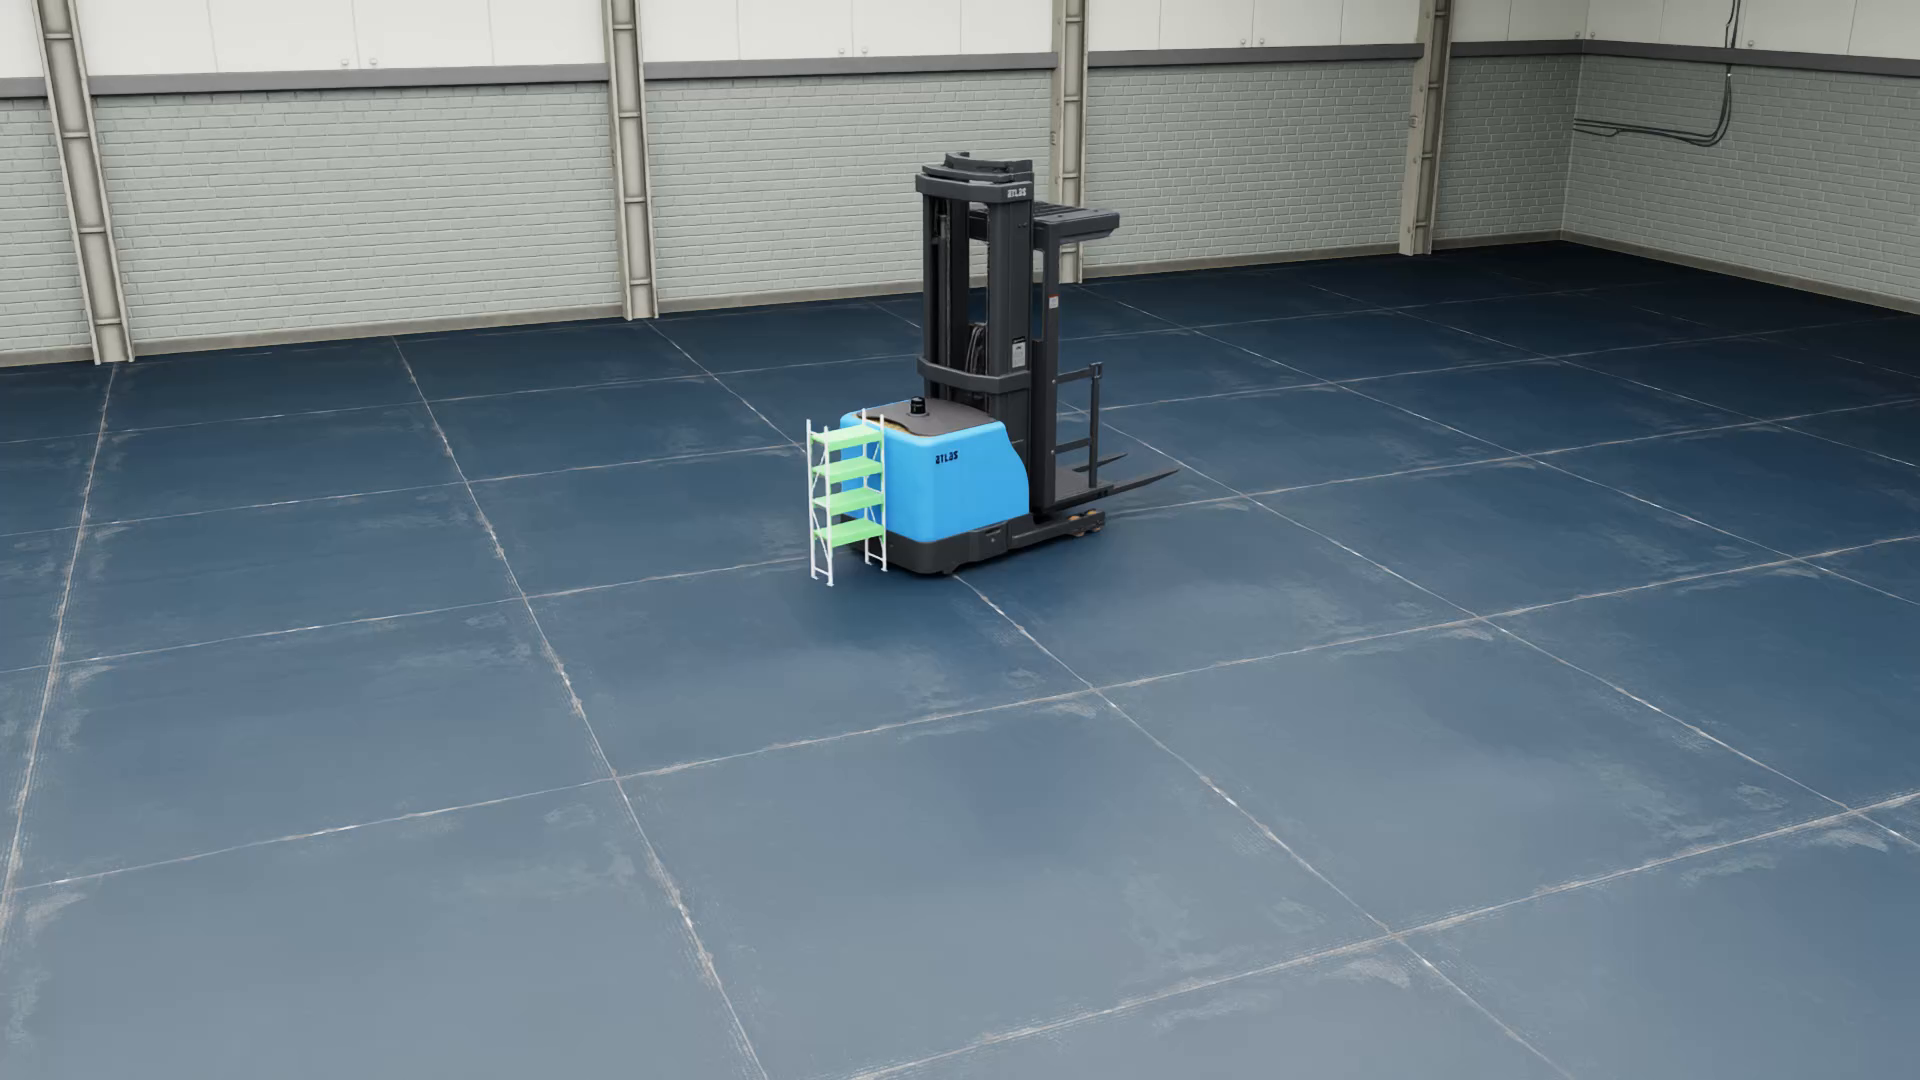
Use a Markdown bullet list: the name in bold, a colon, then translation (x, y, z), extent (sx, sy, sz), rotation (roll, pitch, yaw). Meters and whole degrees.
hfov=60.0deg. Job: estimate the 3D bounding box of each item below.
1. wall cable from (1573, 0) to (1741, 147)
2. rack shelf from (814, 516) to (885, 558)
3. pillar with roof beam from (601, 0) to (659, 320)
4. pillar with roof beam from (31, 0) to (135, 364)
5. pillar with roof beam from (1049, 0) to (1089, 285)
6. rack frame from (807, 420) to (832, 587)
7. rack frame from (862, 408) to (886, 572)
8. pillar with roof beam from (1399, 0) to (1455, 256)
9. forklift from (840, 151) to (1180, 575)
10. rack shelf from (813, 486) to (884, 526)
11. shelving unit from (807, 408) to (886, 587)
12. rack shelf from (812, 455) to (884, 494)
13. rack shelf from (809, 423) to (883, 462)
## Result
- **wall cable**: translation (10.205, -7.167, 24.502), extent (0.112, 2.526, 3.097), rotation (-8, 21, -22)
- **rack shelf**: translation (-0.819, -0.025, 12.200), extent (0.480, 0.148, 0.258), rotation (-15, 25, -37)
- **pillar with roof beam**: translation (-2.337, -5.756, 15.819), extent (0.400, 9.000, 9.100), rotation (-8, 21, -22)
- **pillar with roof beam**: translation (-7.846, -4.966, 13.578), extent (0.400, 9.000, 9.100), rotation (-8, 21, -22)
- **pillar with roof beam**: translation (3.172, -6.545, 18.061), extent (0.400, 9.000, 9.100), rotation (-8, 21, -22)
- **rack frame**: translation (-1.009, -0.260, 11.953), extent (0.015, 1.200, 0.240), rotation (-15, 25, -37)
- **rack frame**: translation (-0.631, -0.363, 12.244), extent (0.015, 1.200, 0.240), rotation (-15, 25, -37)
- **pillar with roof beam**: translation (8.682, -7.334, 20.303), extent (0.400, 9.000, 9.100), rotation (-8, 21, -22)
- **forklift**: translation (0.518, -1.520, 12.926), extent (3.031, 2.935, 1.130), rotation (-17, 25, -39)
- **rack shelf**: translation (-0.820, -0.251, 12.120), extent (0.480, 0.148, 0.258), rotation (-15, 25, -37)
- **shelving unit**: translation (-0.820, -0.311, 12.098), extent (0.503, 1.200, 0.258), rotation (-15, 25, -37)
- **rack shelf**: translation (-0.820, -0.477, 12.040), extent (0.480, 0.148, 0.258), rotation (-15, 25, -37)
- **rack shelf**: translation (-0.820, -0.704, 11.960), extent (0.480, 0.148, 0.258), rotation (-15, 25, -37)
